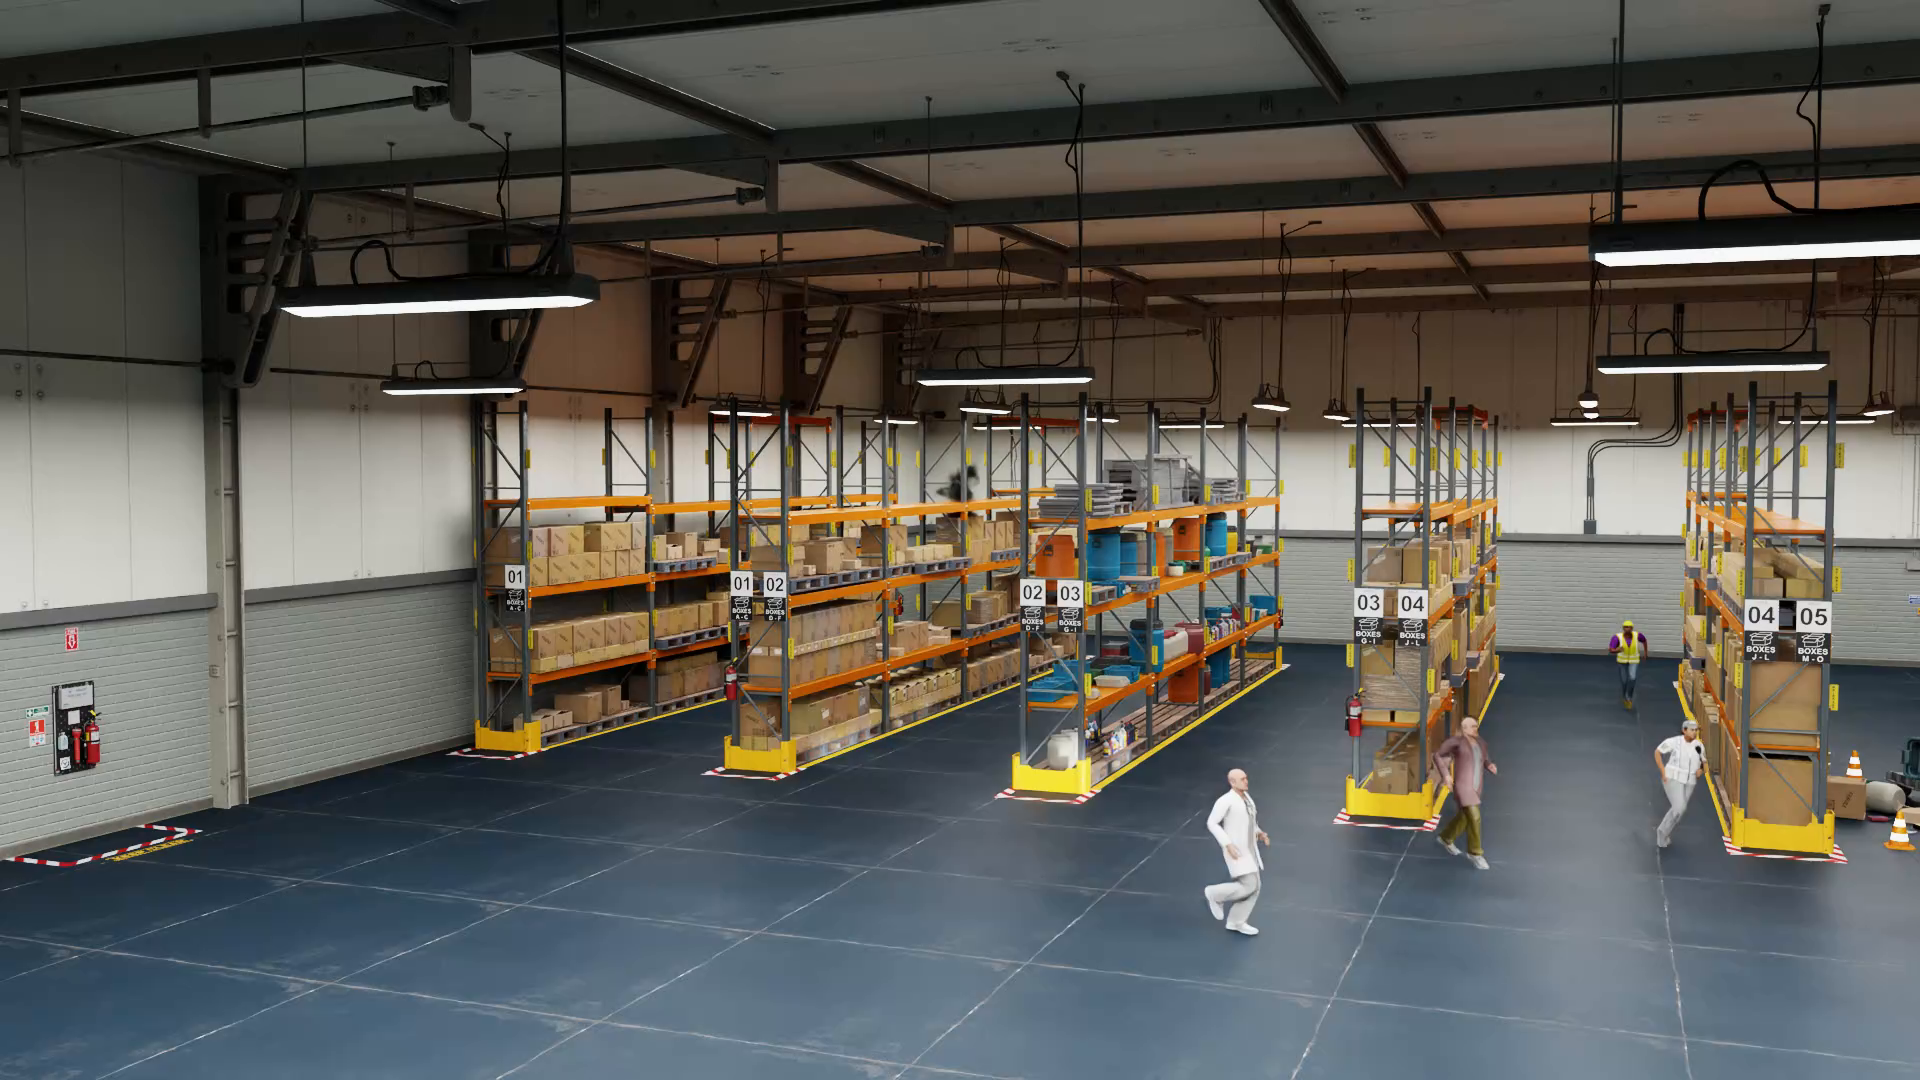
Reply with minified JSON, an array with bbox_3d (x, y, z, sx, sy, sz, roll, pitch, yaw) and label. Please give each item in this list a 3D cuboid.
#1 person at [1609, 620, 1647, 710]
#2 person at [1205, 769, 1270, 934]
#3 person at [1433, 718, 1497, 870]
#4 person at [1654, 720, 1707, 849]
[{"bbox_3d":[13.445,2.502,33.475,0.727,1.802,0.848,1,3,19],"label":"person"},{"bbox_3d":[2.936,3.283,17.589,0.638,1.733,0.710,2,4,41],"label":"person"},{"bbox_3d":[6.286,3.107,20.663,0.693,1.825,0.916,-2,3,-34],"label":"person"},{"bbox_3d":[9.319,3.150,21.483,0.659,1.656,0.600,0,3,-9],"label":"person"}]
